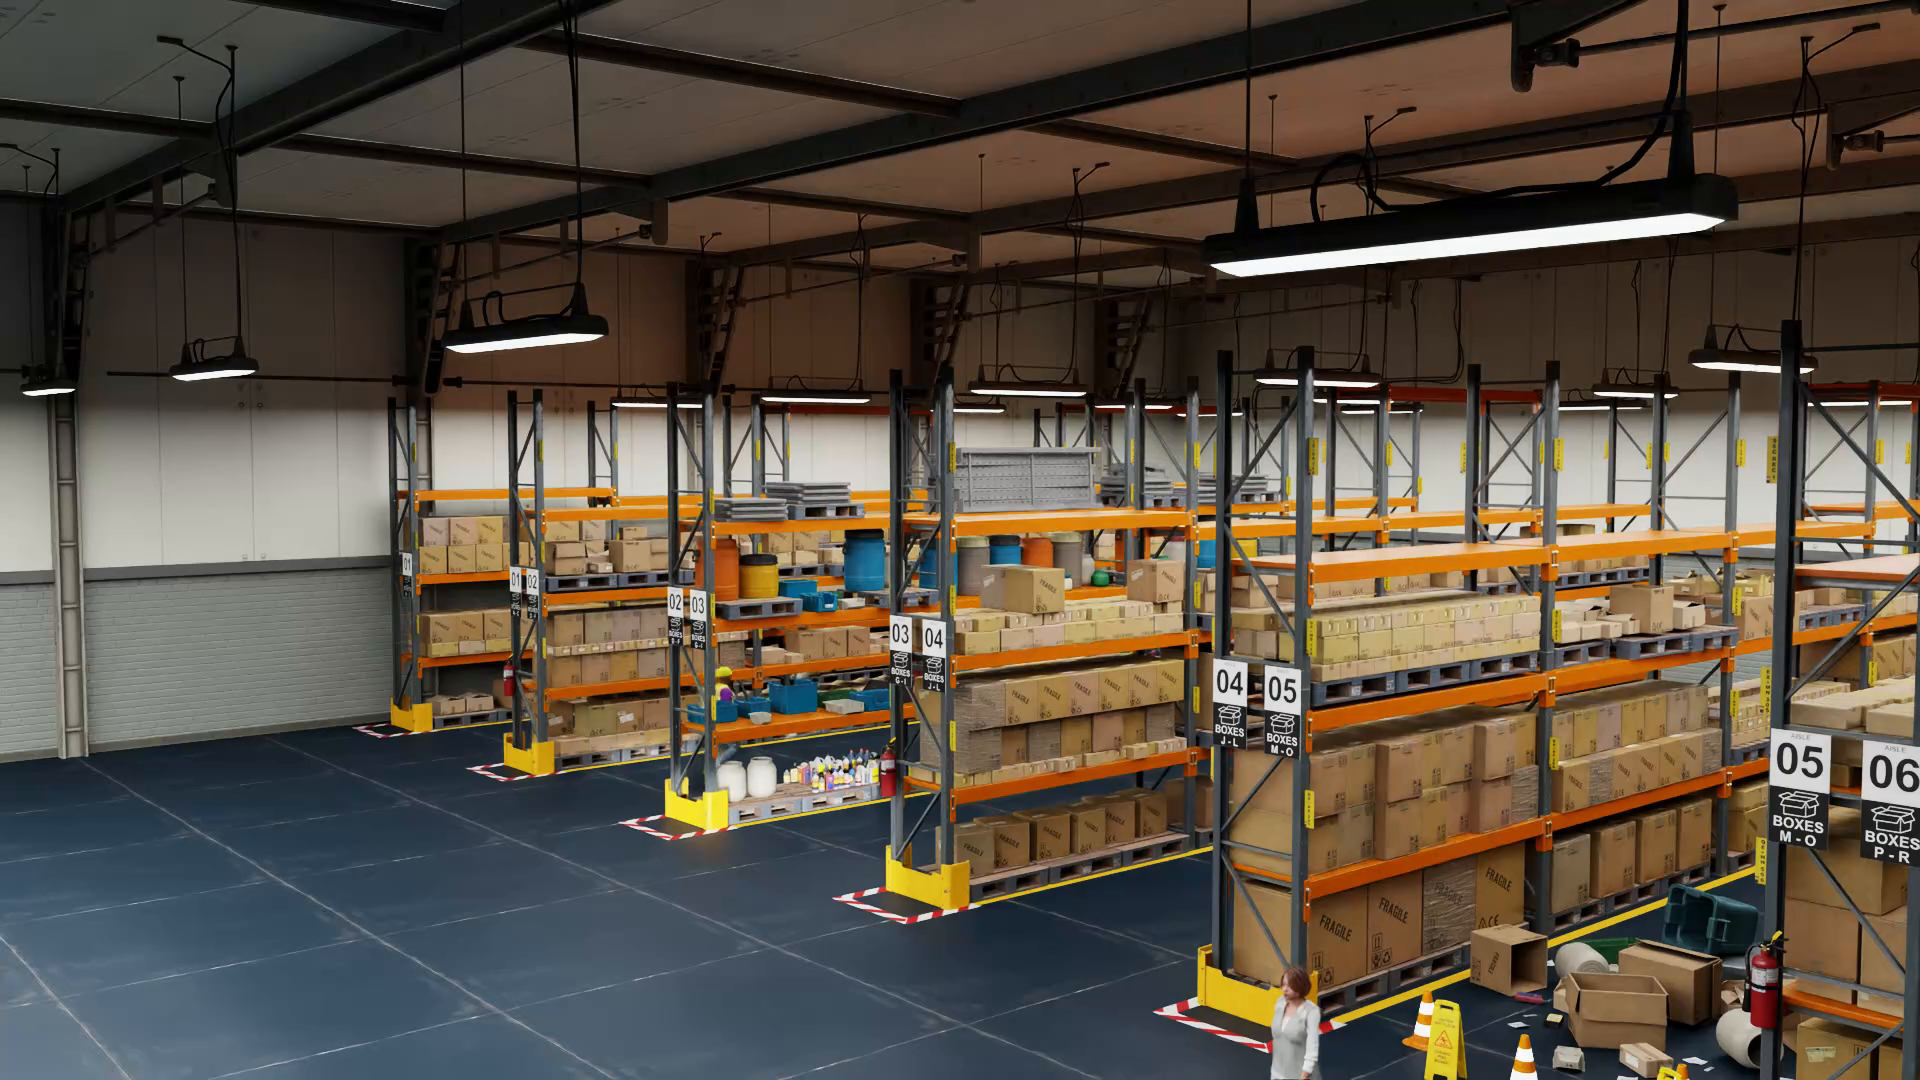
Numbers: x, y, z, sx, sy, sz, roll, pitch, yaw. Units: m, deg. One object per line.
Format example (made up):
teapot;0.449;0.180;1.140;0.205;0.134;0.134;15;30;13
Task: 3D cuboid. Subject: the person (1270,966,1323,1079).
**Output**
person;2.269;3.702;11.408;0.943;1.548;0.431;-3;5;-43

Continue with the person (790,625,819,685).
person;-3.029;2.453;31.764;0.667;1.789;0.848;2;4;31

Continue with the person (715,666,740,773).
person;-3.634;2.803;25.277;0.489;1.755;0.609;-2;4;-30
